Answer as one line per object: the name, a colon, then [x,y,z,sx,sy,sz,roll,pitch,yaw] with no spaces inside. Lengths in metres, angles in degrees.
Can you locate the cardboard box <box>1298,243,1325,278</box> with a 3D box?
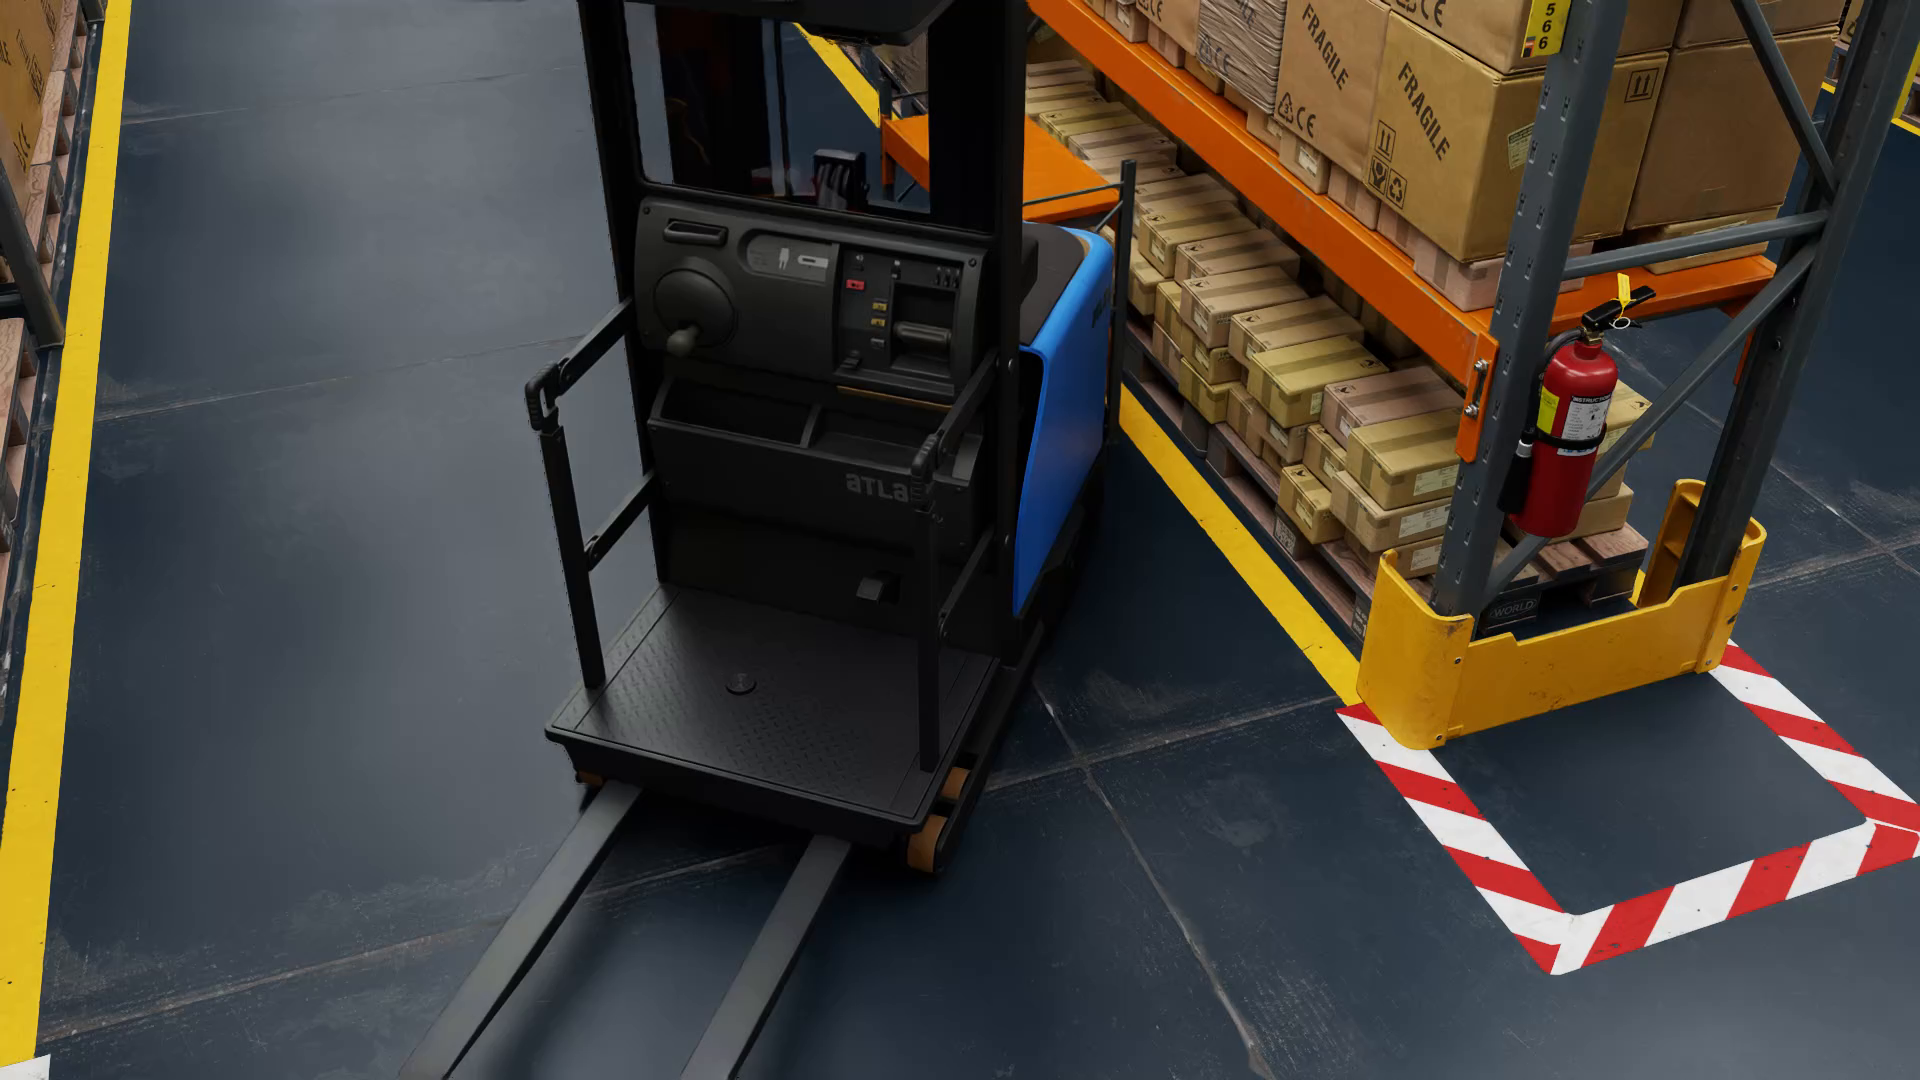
cardboard box: [1.505,-1.111,6.258,0.380,0.149,0.250,-12,39,-15]

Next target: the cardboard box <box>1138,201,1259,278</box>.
cardboard box: [0.899,-1.140,6.296,0.380,0.149,0.250,-12,39,-16]

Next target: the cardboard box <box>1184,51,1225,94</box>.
cardboard box: [0.993,-1.657,5.665,0.380,0.149,0.250,-12,39,-15]

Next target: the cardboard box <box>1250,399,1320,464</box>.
cardboard box: [1.208,-0.419,5.586,0.380,0.149,0.250,-14,39,-18]

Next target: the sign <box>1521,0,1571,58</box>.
sign: [1.310,-1.224,3.657,0.100,0.325,0.005,-12,39,-16]

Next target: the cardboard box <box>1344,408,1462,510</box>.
cardboard box: [1.418,-0.252,5.118,0.380,0.149,0.250,-12,39,-15]

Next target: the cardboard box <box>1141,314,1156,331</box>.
cardboard box: [0.932,-0.898,6.470,0.380,0.149,0.250,-11,38,-15]

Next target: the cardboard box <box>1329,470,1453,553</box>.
cardboard box: [1.389,-0.126,5.197,0.380,0.149,0.250,-13,39,-17]

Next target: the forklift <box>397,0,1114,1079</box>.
forklift: [-0.461,-0.540,4.030,1.130,2.935,3.031,12,39,15]

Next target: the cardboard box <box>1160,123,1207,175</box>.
cardboard box: [1.062,-1.680,7.013,0.380,0.149,0.250,-11,38,-14]

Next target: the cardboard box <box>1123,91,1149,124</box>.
cardboard box: [0.954,-1.982,7.414,0.380,0.149,0.250,-12,39,-15]

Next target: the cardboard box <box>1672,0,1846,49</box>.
cardboard box: [1.933,-1.606,4.227,0.500,0.500,0.500,-13,39,-16]

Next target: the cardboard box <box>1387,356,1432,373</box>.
cardboard box: [1.690,-0.522,5.723,0.380,0.149,0.250,-12,39,-15]

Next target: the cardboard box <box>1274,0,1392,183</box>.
cardboard box: [1.269,-1.390,4.772,0.500,0.500,0.500,-13,39,-17]

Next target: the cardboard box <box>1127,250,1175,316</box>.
cardboard box: [0.826,-1.007,6.367,0.380,0.149,0.250,-12,39,-15]

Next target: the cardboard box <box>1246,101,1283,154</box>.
cardboard box: [1.137,-1.345,5.252,0.380,0.149,0.250,-14,39,-18]

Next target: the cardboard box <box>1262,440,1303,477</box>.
cardboard box: [1.268,-0.314,5.694,0.380,0.149,0.250,-13,39,-16]

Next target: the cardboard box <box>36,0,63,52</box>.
cardboard box: [-5.368,-3.088,8.773,0.875,0.875,0.875,-13,39,-16]

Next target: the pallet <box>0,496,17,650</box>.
pallet: [-3.540,0.333,5.132,1.003,0.211,1.213,-12,39,-16]

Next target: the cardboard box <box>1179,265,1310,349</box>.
cardboard box: [1.003,-0.826,5.879,0.380,0.149,0.250,-11,38,-14]

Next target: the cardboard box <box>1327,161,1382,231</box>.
cardboard box: [1.310,-1.051,4.861,0.380,0.149,0.250,-13,39,-16]

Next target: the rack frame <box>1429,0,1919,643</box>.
rack frame: [1.838,-0.739,4.238,1.000,3.000,0.127,-12,39,-16]

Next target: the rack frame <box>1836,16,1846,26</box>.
rack frame: [5.153,-3.968,8.525,1.000,3.000,0.127,-12,39,-16]

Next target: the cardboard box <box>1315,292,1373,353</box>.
cardboard box: [1.523,-0.820,6.119,0.380,0.149,0.250,-14,39,-18]

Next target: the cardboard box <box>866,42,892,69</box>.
cardboard box: [-0.206,-2.824,8.734,0.500,0.500,0.500,-13,39,-17]

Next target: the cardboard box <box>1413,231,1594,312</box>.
cardboard box: [1.461,-0.764,4.480,0.380,0.149,0.250,-12,39,-16]

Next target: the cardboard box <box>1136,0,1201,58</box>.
cardboard box: [0.924,-1.959,5.527,0.500,0.500,0.500,-11,38,-14]

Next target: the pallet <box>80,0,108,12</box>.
pallet: [-5.795,-3.504,10.227,1.003,0.211,1.213,-12,39,-16]

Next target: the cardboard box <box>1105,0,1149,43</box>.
cardboard box: [0.751,-1.937,6.037,0.380,0.149,0.250,-11,38,-14]

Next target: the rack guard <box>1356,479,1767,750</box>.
rack guard: [1.812,0.217,5.047,1.175,0.500,0.348,-12,39,-16]

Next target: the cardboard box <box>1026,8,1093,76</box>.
cardboard box: [0.456,-2.640,8.491,0.500,0.500,0.500,-11,38,-14]

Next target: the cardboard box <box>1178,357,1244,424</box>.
cardboard box: [1.024,-0.581,6.049,0.380,0.149,0.250,-14,39,-18]

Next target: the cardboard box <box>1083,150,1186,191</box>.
cardboard box: [0.680,-1.424,6.673,0.380,0.149,0.250,-12,39,-15]

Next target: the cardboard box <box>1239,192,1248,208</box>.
cardboard box: [1.346,-1.397,6.637,0.380,0.149,0.250,-14,39,-18]

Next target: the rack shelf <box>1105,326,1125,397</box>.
rack shelf: [0.146,-0.844,6.342,0.538,0.278,1.000,-15,40,-19]

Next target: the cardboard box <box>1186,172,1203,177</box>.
cardboard box: [1.076,-1.574,7.120,0.380,0.149,0.250,-12,39,-16]

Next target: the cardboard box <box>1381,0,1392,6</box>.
cardboard box: [1.273,-1.790,4.472,0.500,0.500,0.500,-14,39,-17]

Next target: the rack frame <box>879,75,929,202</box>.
rack frame: [-0.066,-1.317,6.564,0.500,1.125,0.032,-15,40,-19]

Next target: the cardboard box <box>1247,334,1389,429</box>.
cardboard box: [1.177,-0.526,5.481,0.380,0.149,0.250,-13,39,-17]

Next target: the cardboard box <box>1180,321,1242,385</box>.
cardboard box: [1.018,-0.709,5.971,0.380,0.149,0.250,-12,39,-15]

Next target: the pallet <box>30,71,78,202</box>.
pallet: [-4.911,-1.913,8.115,1.003,0.211,1.213,-12,39,-16]

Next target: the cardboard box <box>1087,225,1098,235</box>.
cardboard box: [0.738,-1.307,6.766,0.380,0.149,0.250,-11,38,-14]

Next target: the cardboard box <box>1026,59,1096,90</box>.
cardboard box: [0.386,-2.028,7.475,0.380,0.149,0.250,-11,38,-14]

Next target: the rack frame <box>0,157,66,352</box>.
rack frame: [-4.151,-1.917,5.801,1.000,3.000,0.127,-12,39,-16]

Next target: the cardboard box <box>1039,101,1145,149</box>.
cardboard box: [0.558,-1.727,7.076,0.380,0.149,0.250,-13,39,-17]

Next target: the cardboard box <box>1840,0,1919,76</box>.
cardboard box: [5.305,-2.898,8.521,0.875,0.875,0.875,-12,39,-16]

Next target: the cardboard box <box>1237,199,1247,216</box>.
cardboard box: [1.256,-1.279,6.728,0.380,0.149,0.250,-14,39,-18]

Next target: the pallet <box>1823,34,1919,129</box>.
pallet: [5.342,-2.409,8.772,1.003,0.211,1.213,-12,39,-16]

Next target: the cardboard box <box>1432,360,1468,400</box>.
cardboard box: [1.769,-0.503,5.450,0.380,0.149,0.250,-12,39,-15]

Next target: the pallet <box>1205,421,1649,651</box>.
pallet: [1.566,-0.134,5.753,1.003,0.211,1.213,-12,39,-16]

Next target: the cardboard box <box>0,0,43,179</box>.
cardboard box: [-4.758,-2.078,7.433,0.875,0.875,0.875,-11,38,-15]

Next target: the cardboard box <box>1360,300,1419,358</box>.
cardboard box: [1.639,-0.795,5.838,0.380,0.149,0.250,-14,39,-18]

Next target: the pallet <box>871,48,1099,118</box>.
pallet: [0.192,-2.324,8.660,1.003,0.211,1.213,-12,39,-16]

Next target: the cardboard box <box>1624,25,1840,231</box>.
cardboard box: [1.943,-1.208,4.531,0.500,0.500,0.500,-11,38,-14]

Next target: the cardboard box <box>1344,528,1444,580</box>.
cardboard box: [1.461,-0.022,5.307,0.380,0.149,0.250,-12,39,-15]

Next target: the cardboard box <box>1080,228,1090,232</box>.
cardboard box: [0.645,-1.342,7.059,0.380,0.149,0.250,-13,39,-17]

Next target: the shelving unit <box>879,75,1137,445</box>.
shelving unit: [0.146,-1.039,6.195,0.538,1.125,1.048,-15,40,-19]
